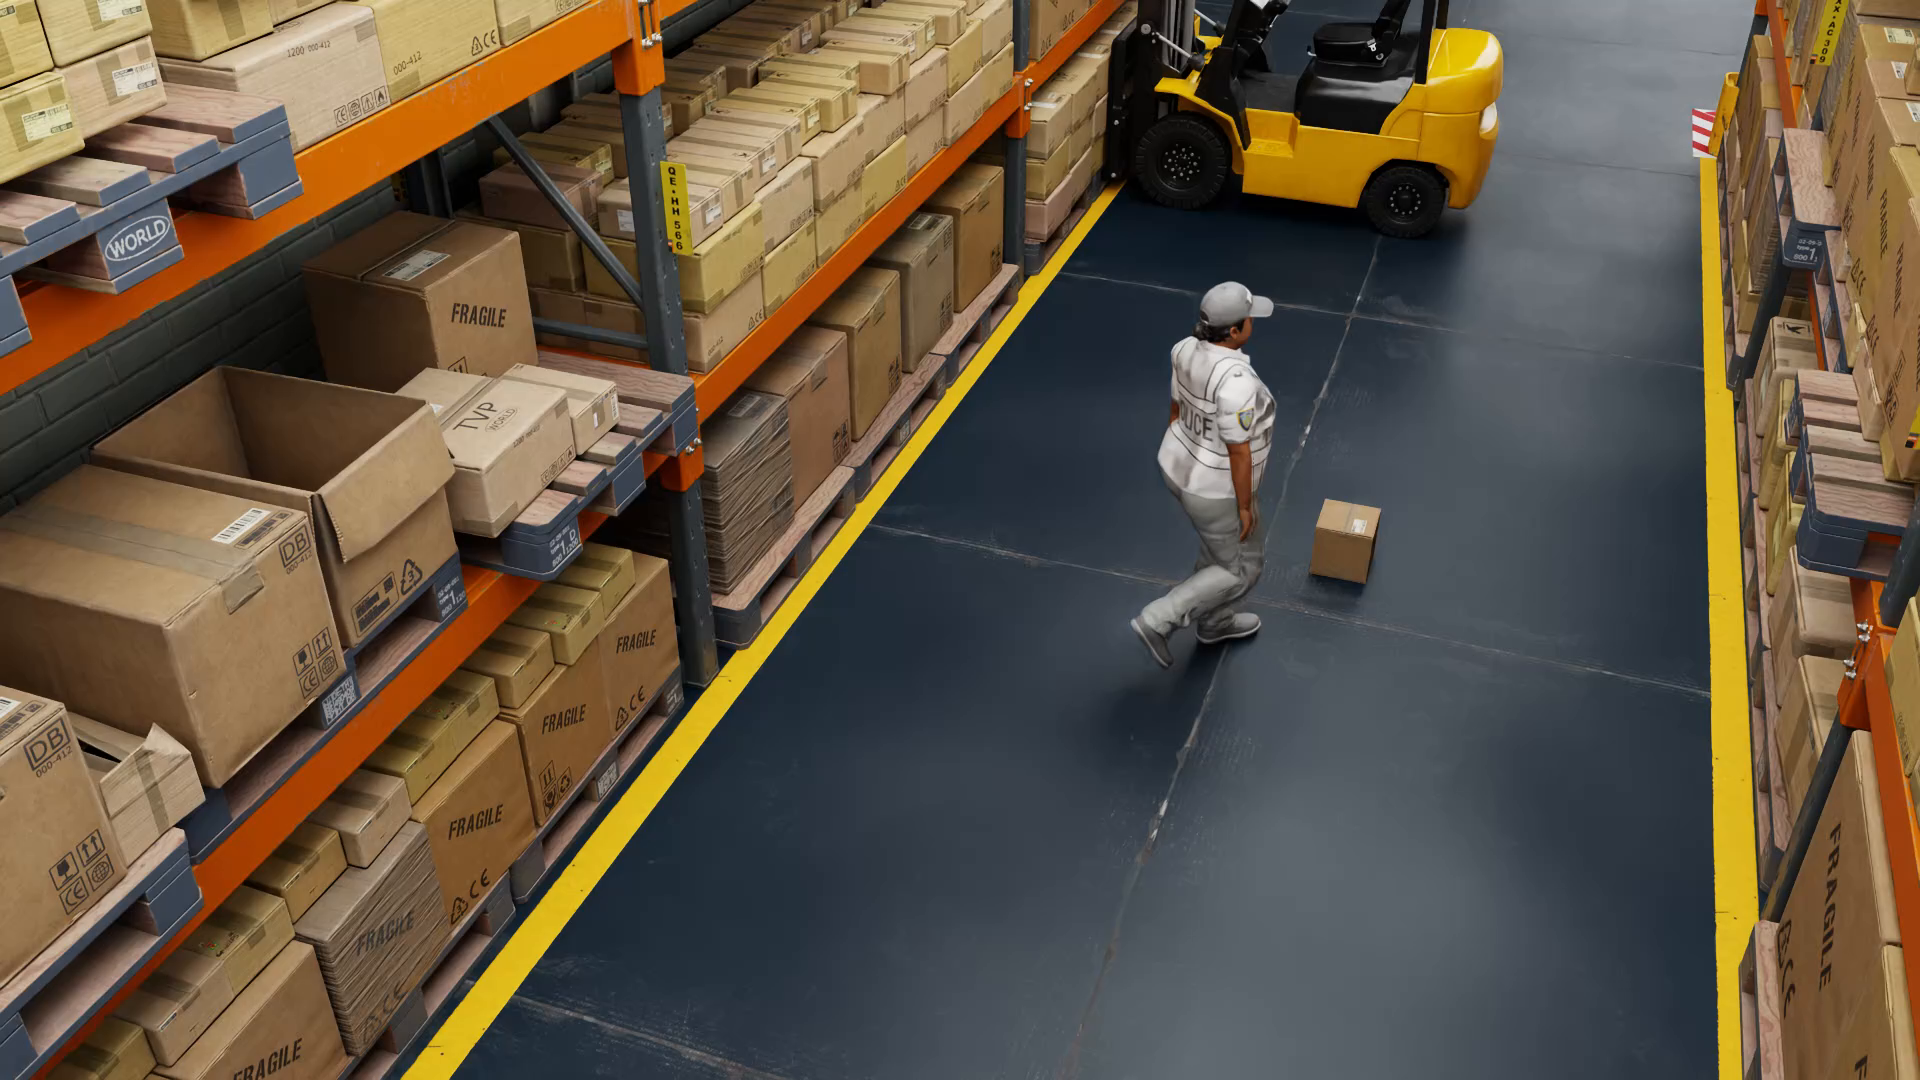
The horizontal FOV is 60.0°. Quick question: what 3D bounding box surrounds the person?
[{"bbox_3d":[0.989,-0.241,6.476,0.631,1.643,0.503,-12,35,-17],"label":"person"}]
